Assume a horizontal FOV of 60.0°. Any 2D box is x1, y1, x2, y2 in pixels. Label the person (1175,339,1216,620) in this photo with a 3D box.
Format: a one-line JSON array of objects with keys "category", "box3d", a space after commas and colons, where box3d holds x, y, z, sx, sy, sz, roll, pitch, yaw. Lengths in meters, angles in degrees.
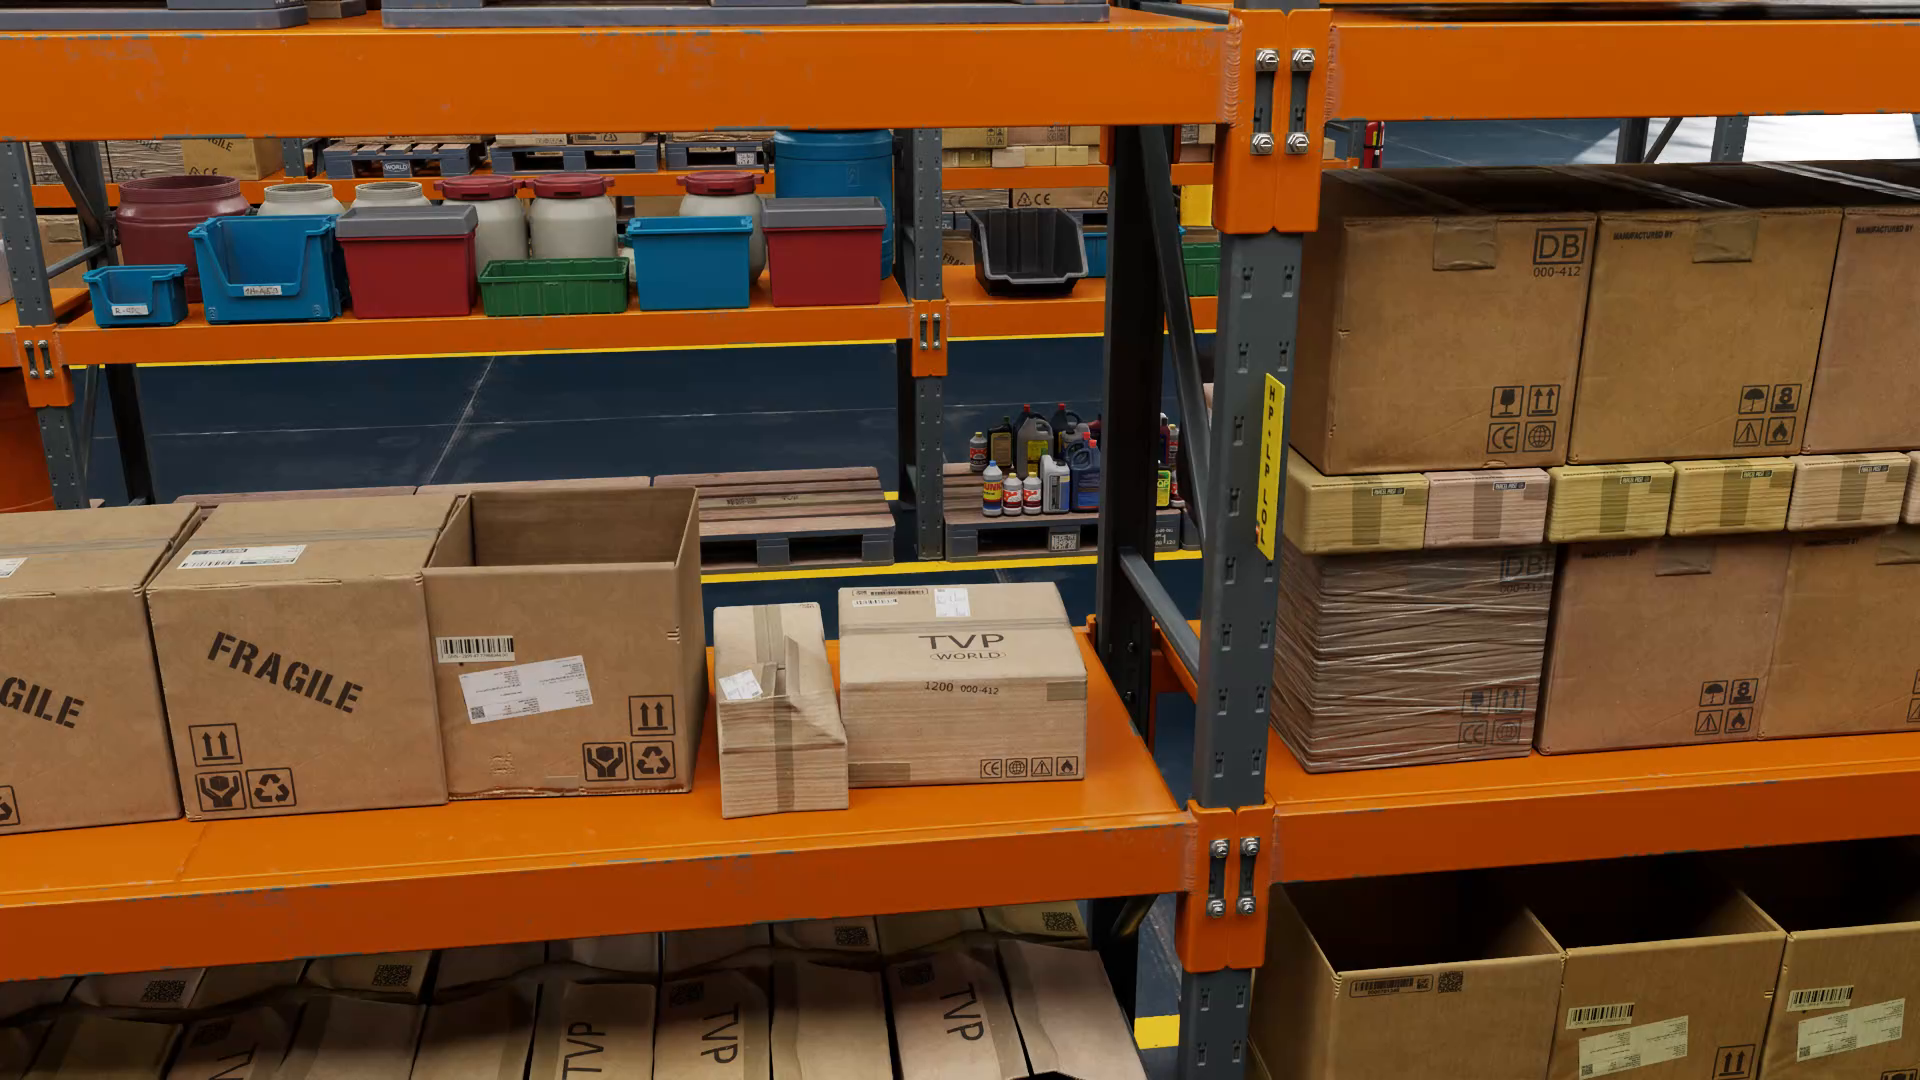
[{"category": "person", "box3d": [1.063, -0.157, 6.542, 0.416, 1.722, 0.592, -4, 20, -10]}]
